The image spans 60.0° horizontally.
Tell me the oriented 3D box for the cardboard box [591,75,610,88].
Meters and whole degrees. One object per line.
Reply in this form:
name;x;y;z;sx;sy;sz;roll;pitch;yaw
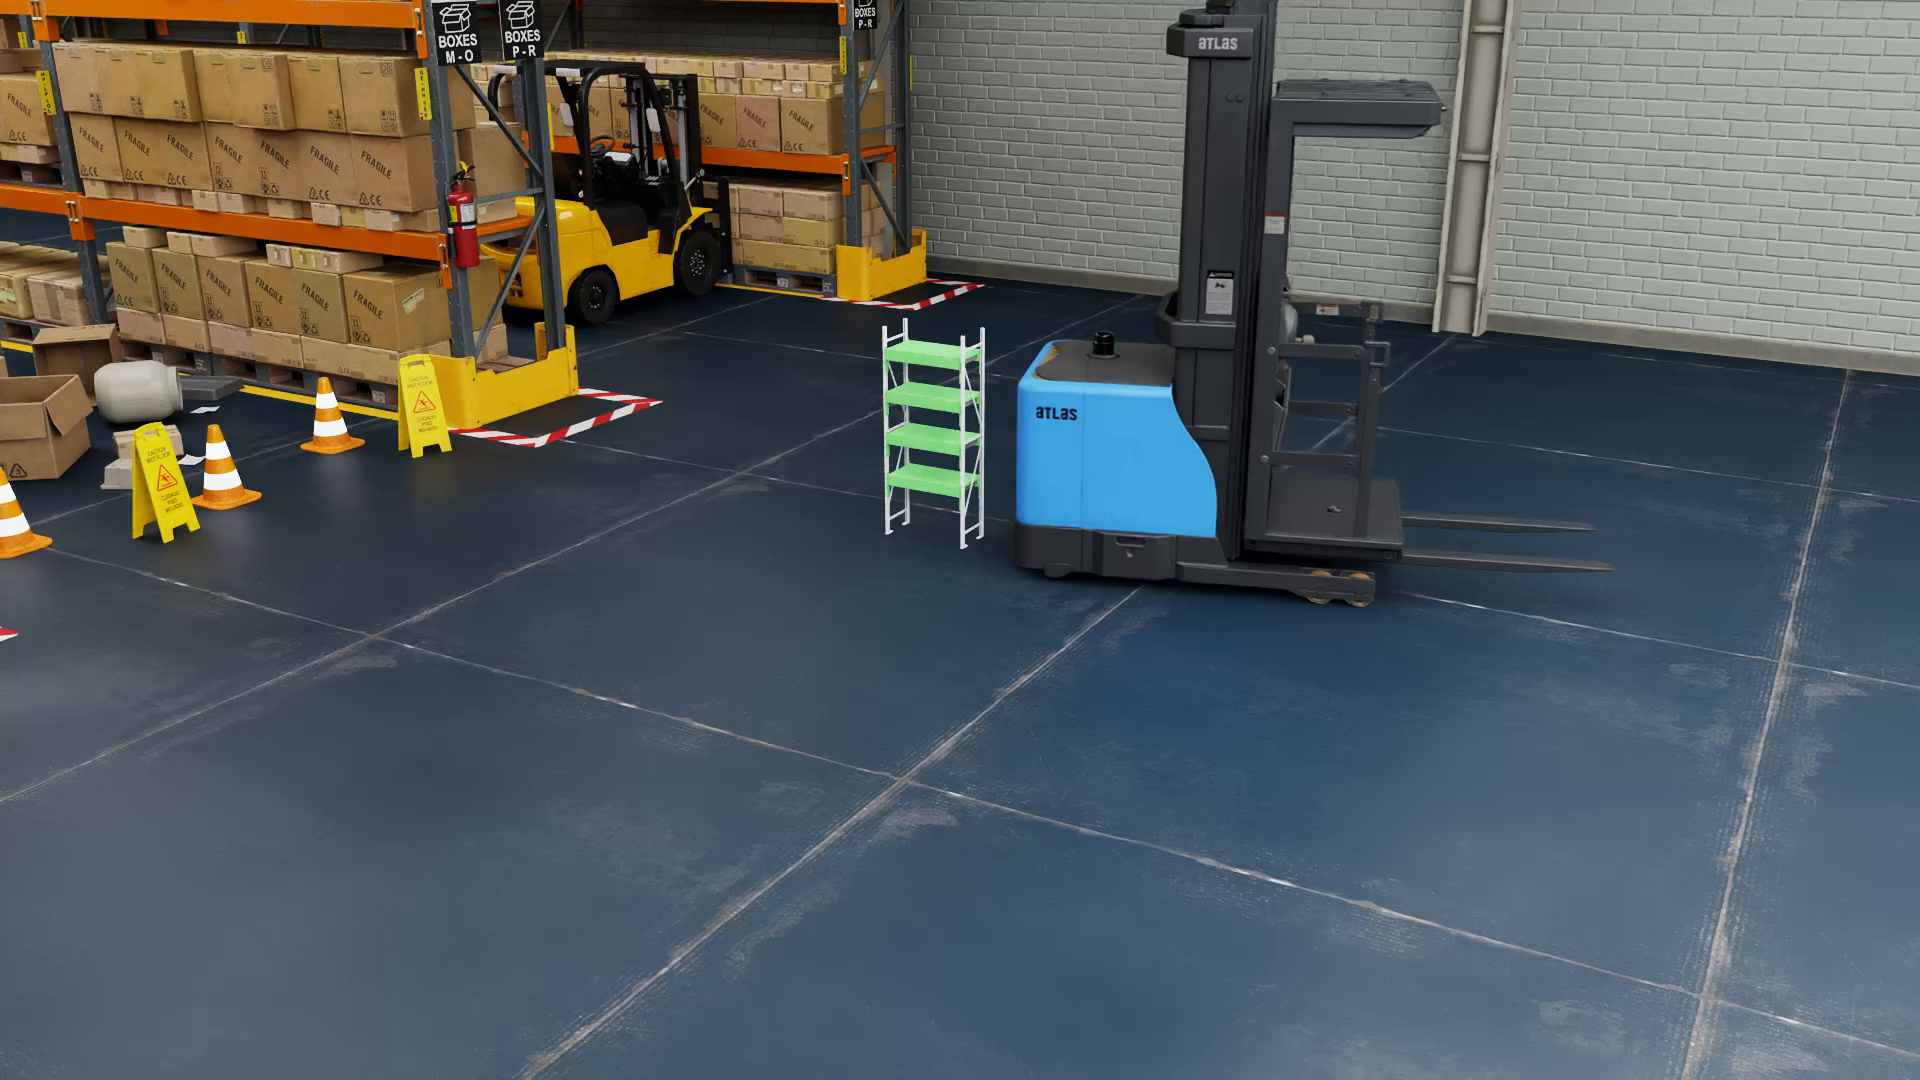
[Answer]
cardboard box;-3.459;-4.576;16.483;0.250;0.149;0.380;11;23;28

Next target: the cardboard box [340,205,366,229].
cardboard box;-4.101;-2.291;11.651;0.250;0.149;0.380;10;22;26

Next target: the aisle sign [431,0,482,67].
aisle sign;-3.269;-3.478;10.742;0.004;0.787;0.394;11;23;27

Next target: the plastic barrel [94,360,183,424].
plastic barrel;-5.723;-1.034;11.596;0.512;0.421;0.421;-7;21;-20

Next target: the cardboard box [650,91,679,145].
cardboard box;-2.662;-4.136;16.222;0.500;0.500;0.500;11;23;28

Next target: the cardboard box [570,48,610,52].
cardboard box;-3.830;-5.025;17.284;0.250;0.149;0.380;11;23;27

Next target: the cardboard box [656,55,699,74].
cardboard box;-2.733;-4.620;16.168;0.250;0.149;0.380;11;23;28

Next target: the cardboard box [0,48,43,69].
cardboard box;-7.911;-4.040;13.955;0.250;0.149;0.380;12;23;30

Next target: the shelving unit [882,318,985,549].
shelving unit;-0.145;-0.592;9.236;0.503;1.200;0.258;11;23;27

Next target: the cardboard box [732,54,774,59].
cardboard box;-2.035;-4.690;16.362;0.250;0.149;0.380;10;22;26

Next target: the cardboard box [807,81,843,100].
cardboard box;-1.204;-4.157;15.329;0.250;0.149;0.380;11;23;28

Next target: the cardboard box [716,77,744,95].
cardboard box;-2.105;-4.327;15.797;0.250;0.149;0.380;10;22;26

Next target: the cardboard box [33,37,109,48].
cardboard box;-10.927;-5.924;20.535;0.500;0.500;0.700;11;23;29

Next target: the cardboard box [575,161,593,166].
cardboard box;-3.733;-3.847;17.521;0.500;0.250;0.500;11;23;28

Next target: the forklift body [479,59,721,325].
forklift body;-3.310;-3.204;15.044;1.214;2.155;2.313;11;23;27

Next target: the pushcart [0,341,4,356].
pushcart;-7.742;-1.098;11.839;0.936;0.377;1.648;3;20;9

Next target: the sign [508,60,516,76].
sign;-4.513;-4.840;16.727;0.005;0.325;0.100;11;23;27

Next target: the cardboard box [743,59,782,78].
cardboard box;-1.833;-4.450;15.701;0.250;0.149;0.380;11;23;28

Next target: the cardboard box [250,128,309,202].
cardboard box;-4.660;-2.717;11.872;0.500;0.500;0.500;11;23;27

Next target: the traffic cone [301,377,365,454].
traffic cone;-4.186;-0.848;11.023;0.334;0.463;0.336;11;23;27

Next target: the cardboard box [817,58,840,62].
cardboard box;-1.155;-4.505;15.851;0.250;0.149;0.380;12;23;29

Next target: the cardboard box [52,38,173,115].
cardboard box;-6.396;-3.537;12.668;0.500;0.500;0.700;11;22;27

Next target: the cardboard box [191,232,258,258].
cardboard box;-5.525;-2.234;12.491;0.250;0.149;0.380;12;23;30

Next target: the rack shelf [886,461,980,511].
rack shelf;-0.145;-0.306;9.340;0.480;0.148;0.258;11;23;27

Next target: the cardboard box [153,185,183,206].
cardboard box;-5.864;-2.639;12.609;0.250;0.149;0.380;12;23;29

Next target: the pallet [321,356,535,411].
pallet;-3.940;-1.200;12.364;1.213;0.211;1.003;11;23;27

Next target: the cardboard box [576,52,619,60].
cardboard box;-3.624;-4.790;16.638;0.250;0.149;0.380;10;22;26

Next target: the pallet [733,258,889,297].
pallet;-1.453;-2.635;16.319;1.213;0.211;1.003;11;23;27

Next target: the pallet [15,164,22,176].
pallet;-8.418;-3.276;14.278;1.213;0.211;1.003;11;23;27

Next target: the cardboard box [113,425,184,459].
cardboard box;-5.311;-0.629;10.881;0.380;0.149;0.250;-11;23;-29

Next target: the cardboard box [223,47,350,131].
cardboard box;-4.668;-3.170;11.656;0.500;0.500;0.700;10;22;27

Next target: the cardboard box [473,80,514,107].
cardboard box;-4.810;-4.666;17.317;0.500;0.250;0.500;10;22;26

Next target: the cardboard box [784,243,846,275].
cardboard box;-1.329;-2.720;15.881;0.500;0.250;0.500;11;23;28

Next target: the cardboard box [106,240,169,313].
cardboard box;-6.291;-2.097;13.063;0.500;0.500;0.500;12;23;30

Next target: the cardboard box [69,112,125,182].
cardboard box;-6.426;-3.048;12.787;0.500;0.500;0.500;11;23;27

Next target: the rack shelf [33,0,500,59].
rack shelf;-4.928;-3.757;11.980;4.000;0.370;1.077;11;23;27

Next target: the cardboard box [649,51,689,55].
cardboard box;-2.928;-4.859;16.826;0.250;0.149;0.380;10;22;26

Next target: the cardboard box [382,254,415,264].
cardboard box;-4.231;-1.916;12.565;0.500;0.500;0.500;10;22;25

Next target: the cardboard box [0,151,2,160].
cardboard box;-7.722;-3.182;13.490;0.250;0.149;0.380;10;22;26

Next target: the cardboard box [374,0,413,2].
cardboard box;-3.630;-3.621;10.917;0.250;0.149;0.380;11;23;28

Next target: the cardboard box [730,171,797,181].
cardboard box;-1.961;-3.510;16.594;0.500;0.250;0.500;11;22;27

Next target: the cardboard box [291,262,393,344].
cardboard box;-4.466;-1.751;12.111;0.500;0.500;0.500;12;23;29

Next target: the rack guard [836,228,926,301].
rack guard;-0.743;-2.652;15.942;0.348;0.500;1.175;11;23;27

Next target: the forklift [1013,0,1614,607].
forklift;1.852;-1.238;8.479;3.031;2.935;1.130;4;20;11

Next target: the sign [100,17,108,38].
sign;-10.973;-6.537;21.288;0.005;0.325;0.100;11;23;27

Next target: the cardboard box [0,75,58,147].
cardboard box;-7.189;-3.411;13.170;0.500;0.500;0.500;10;22;26

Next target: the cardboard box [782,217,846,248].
cardboard box;-1.342;-2.959;15.806;0.500;0.250;0.500;10;22;27

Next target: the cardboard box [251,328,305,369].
cardboard box;-4.927;-1.486;12.478;0.500;0.250;0.500;10;22;25

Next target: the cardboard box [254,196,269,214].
cardboard box;-4.938;-2.493;12.207;0.250;0.149;0.380;11;23;27

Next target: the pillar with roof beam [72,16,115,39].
pillar with roof beam;-13.508;-7.749;17.532;0.400;9.000;9.100;11;23;27

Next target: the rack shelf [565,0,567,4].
rack shelf;-6.003;-5.901;17.889;4.000;0.370;1.077;11;23;27

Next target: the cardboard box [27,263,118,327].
cardboard box;-7.133;-2.066;13.901;0.625;0.372;0.950;11;23;28

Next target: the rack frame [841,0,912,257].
rack frame;-0.764;-3.831;15.527;0.127;3.000;1.000;11;23;27

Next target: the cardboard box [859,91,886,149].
cardboard box;-1.061;-4.043;15.965;0.500;0.500;0.500;12;23;29
